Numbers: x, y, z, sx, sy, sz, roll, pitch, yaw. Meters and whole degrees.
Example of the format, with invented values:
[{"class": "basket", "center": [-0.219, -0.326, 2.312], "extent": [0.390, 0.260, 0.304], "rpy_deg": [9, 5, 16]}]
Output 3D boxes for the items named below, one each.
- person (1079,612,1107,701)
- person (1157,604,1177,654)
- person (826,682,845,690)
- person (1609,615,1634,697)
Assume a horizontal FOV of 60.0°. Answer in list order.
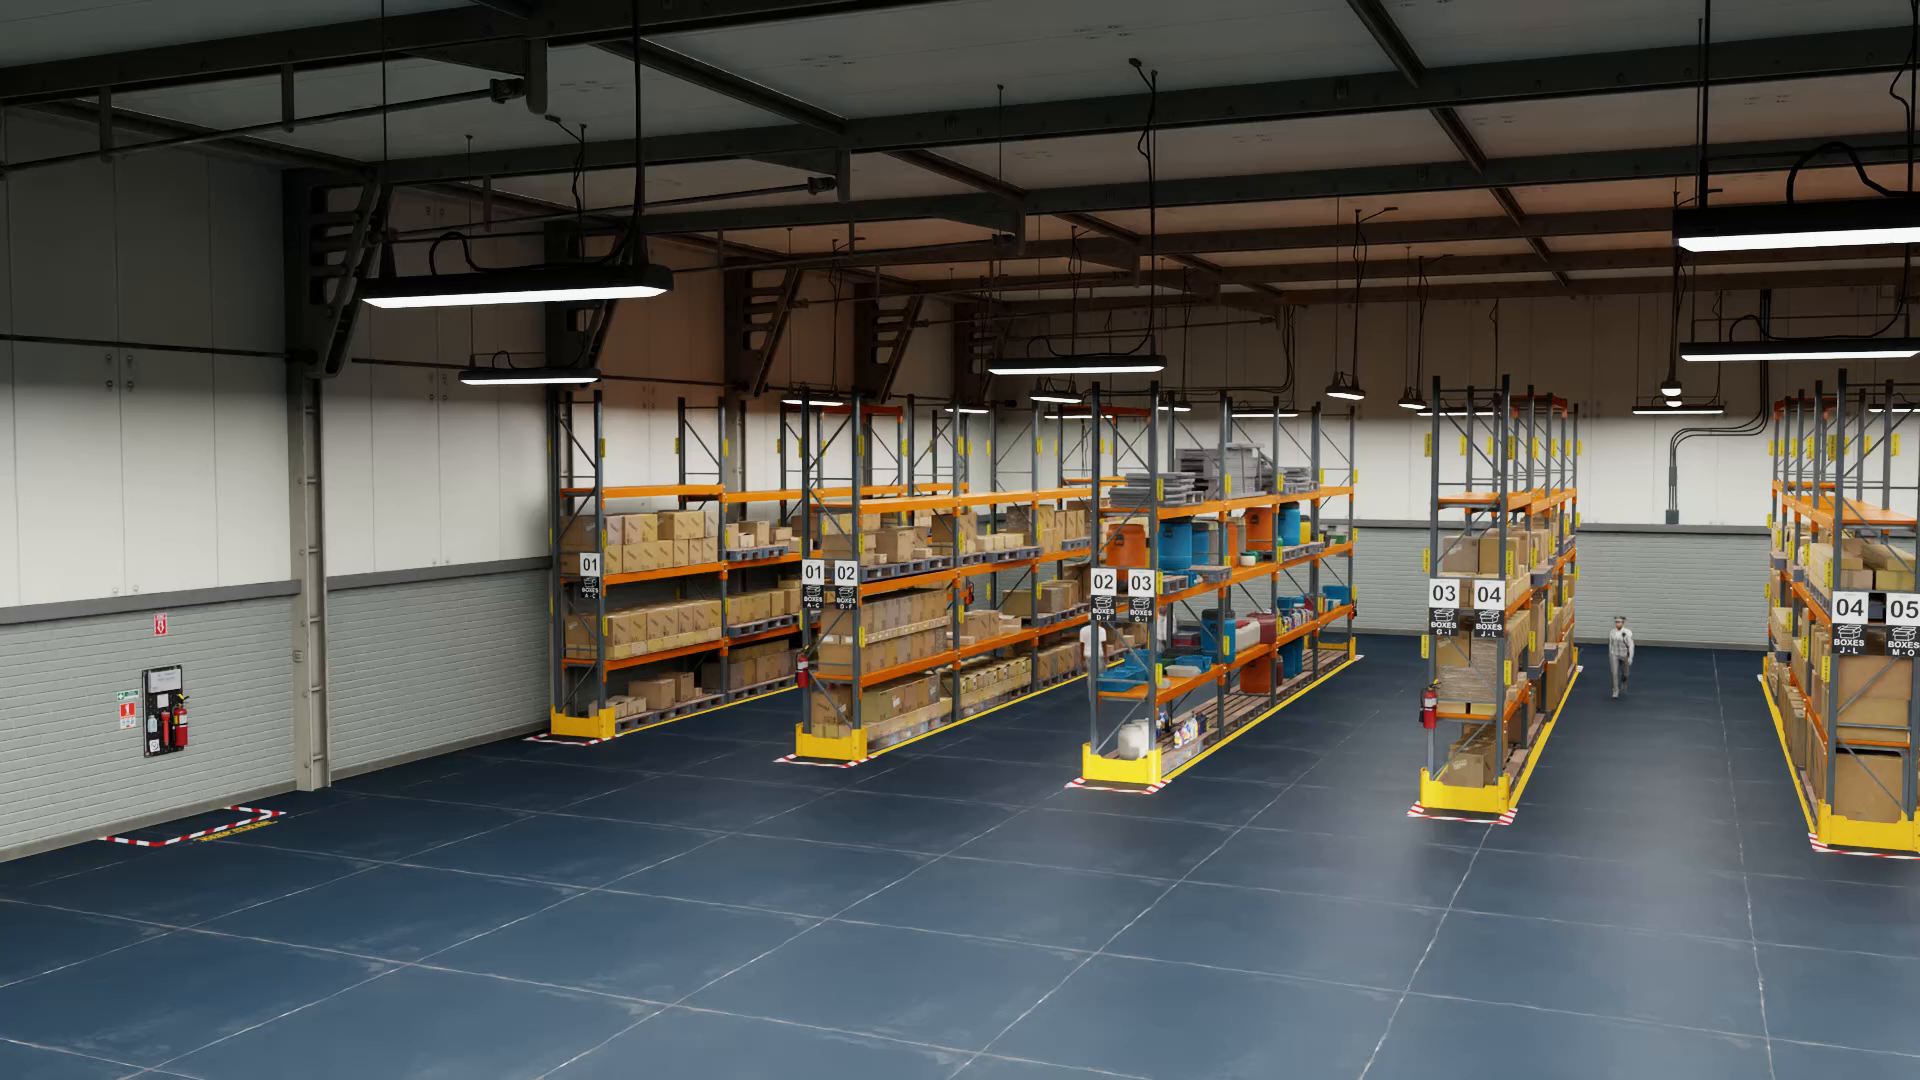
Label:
[{"class": "person", "center": [2.629, 2.306, 32.849], "extent": [0.593, 1.764, 0.504], "rpy_deg": [2, 4, 26]}, {"class": "person", "center": [4.454, 2.140, 36.099], "extent": [0.525, 1.713, 1.090], "rpy_deg": [1, 3, 12]}, {"class": "person", "center": [-2.374, 2.458, 30.869], "extent": [0.512, 1.662, 0.471], "rpy_deg": [2, 4, 32]}, {"class": "person", "center": [13.325, 2.322, 33.487], "extent": [0.468, 1.629, 0.852], "rpy_deg": [1, 3, 21]}]
